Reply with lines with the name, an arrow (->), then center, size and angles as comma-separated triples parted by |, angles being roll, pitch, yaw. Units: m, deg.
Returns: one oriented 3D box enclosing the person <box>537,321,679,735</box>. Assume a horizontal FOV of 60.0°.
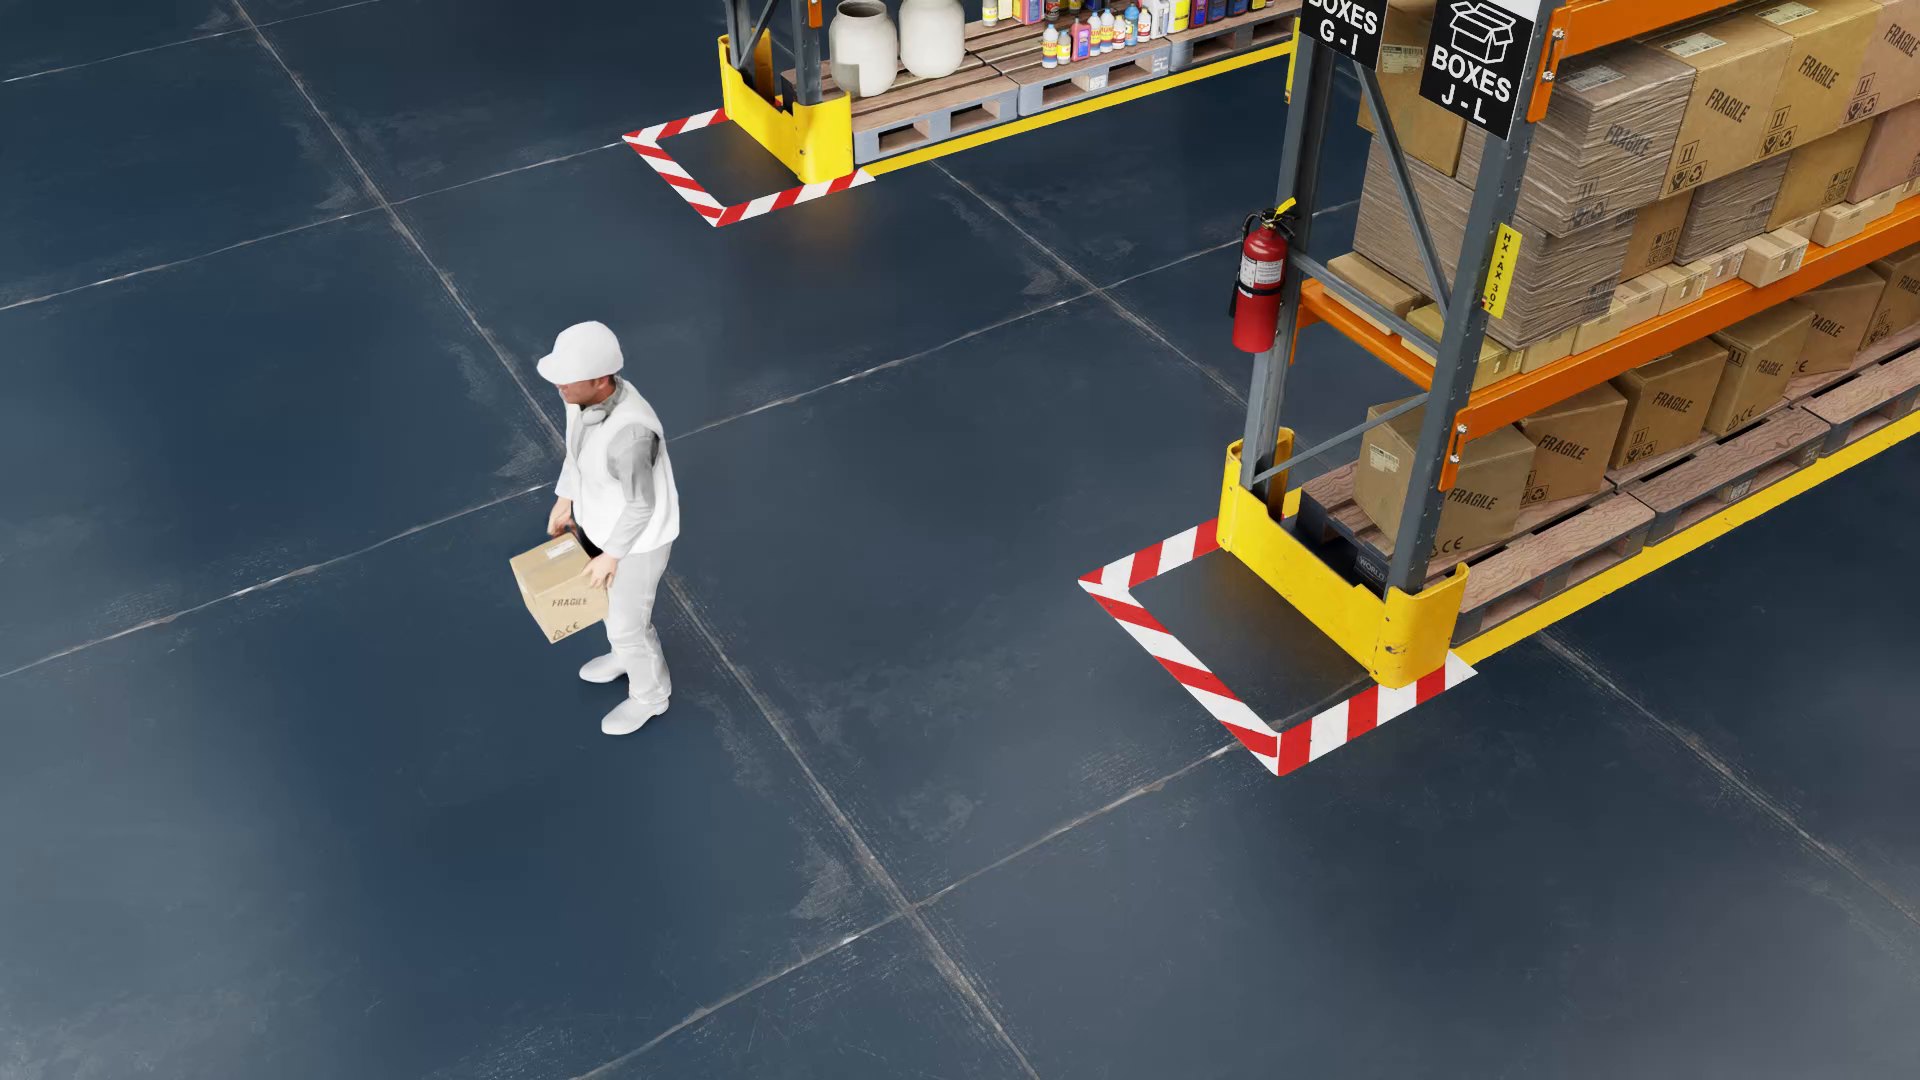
person -> -1.283, -0.050, 6.190 | 0.470, 1.779, 0.551 | -23, 46, -25
